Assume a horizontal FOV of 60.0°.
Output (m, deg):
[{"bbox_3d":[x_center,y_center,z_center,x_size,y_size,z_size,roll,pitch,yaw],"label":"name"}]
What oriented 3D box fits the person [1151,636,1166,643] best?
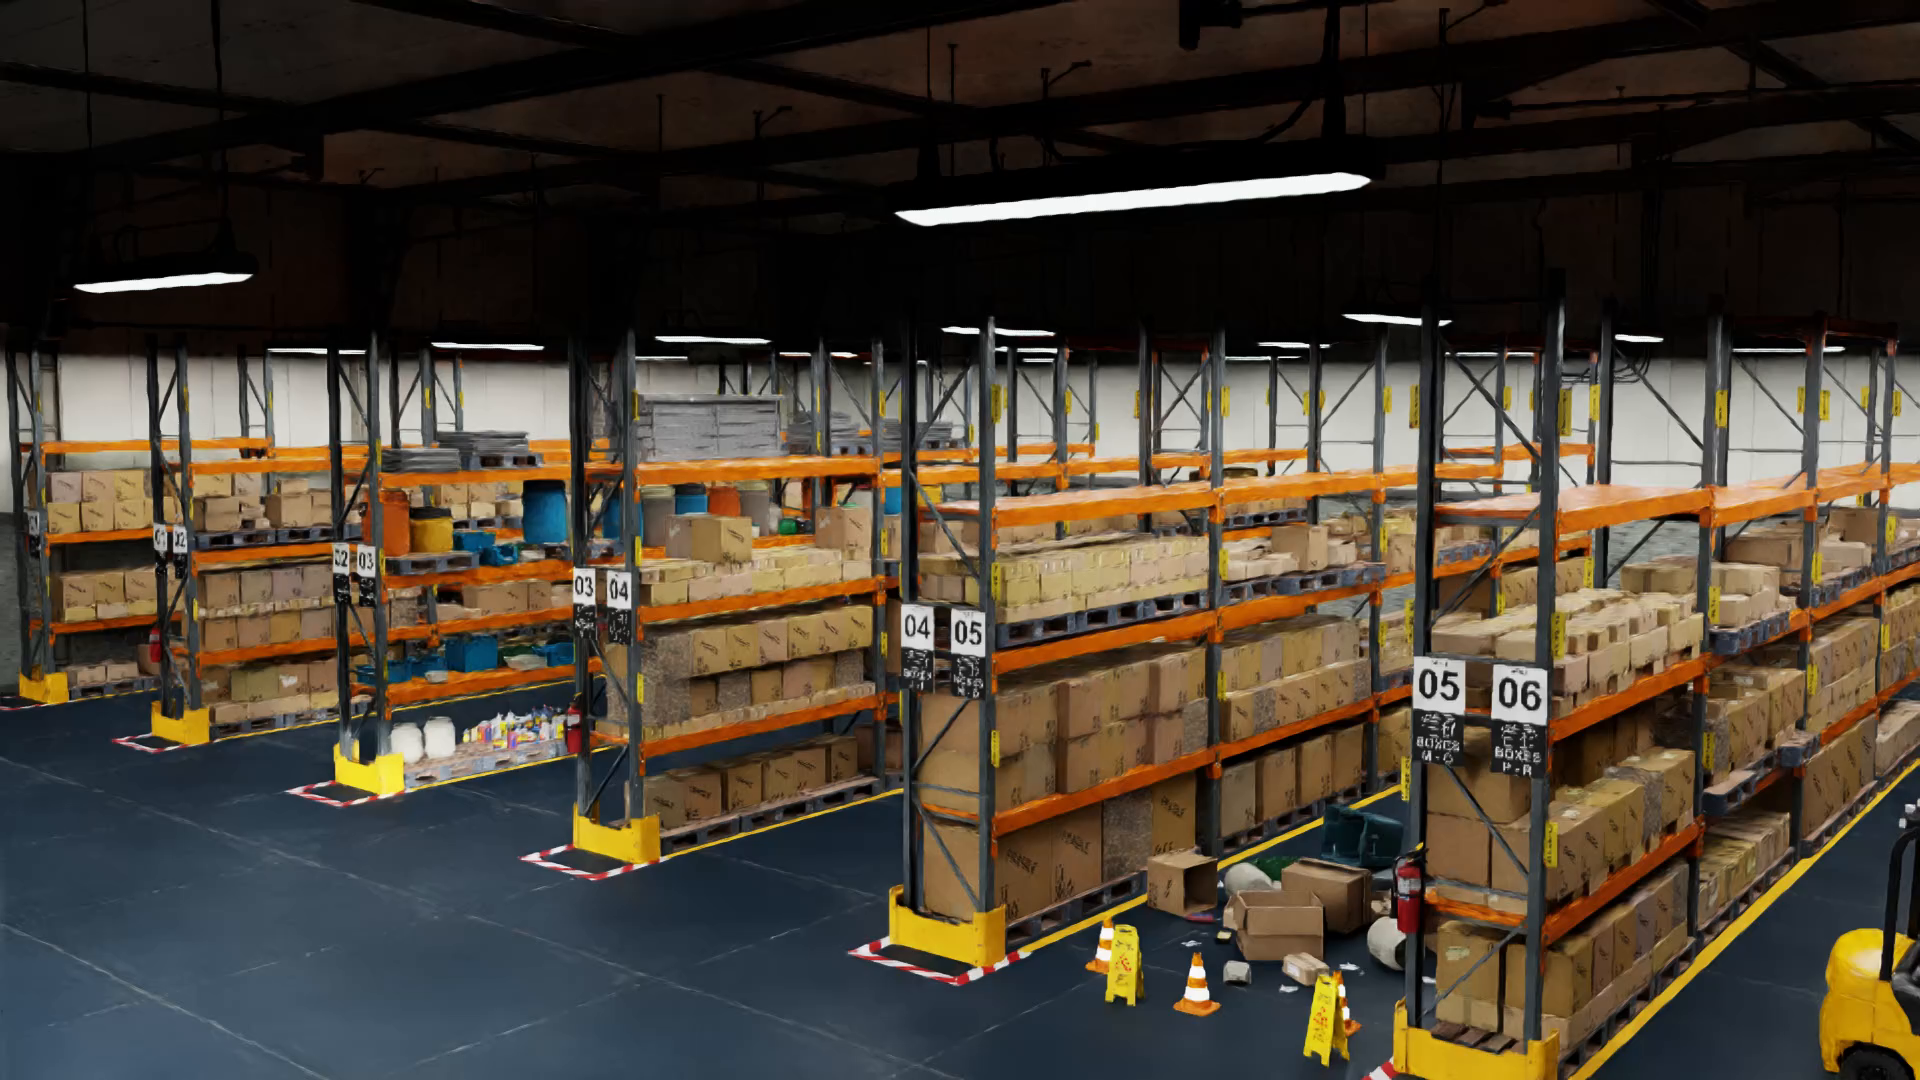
[{"bbox_3d":[2.832,2.177,23.665,0.583,1.686,1.111,4,6,37],"label":"person"}]
